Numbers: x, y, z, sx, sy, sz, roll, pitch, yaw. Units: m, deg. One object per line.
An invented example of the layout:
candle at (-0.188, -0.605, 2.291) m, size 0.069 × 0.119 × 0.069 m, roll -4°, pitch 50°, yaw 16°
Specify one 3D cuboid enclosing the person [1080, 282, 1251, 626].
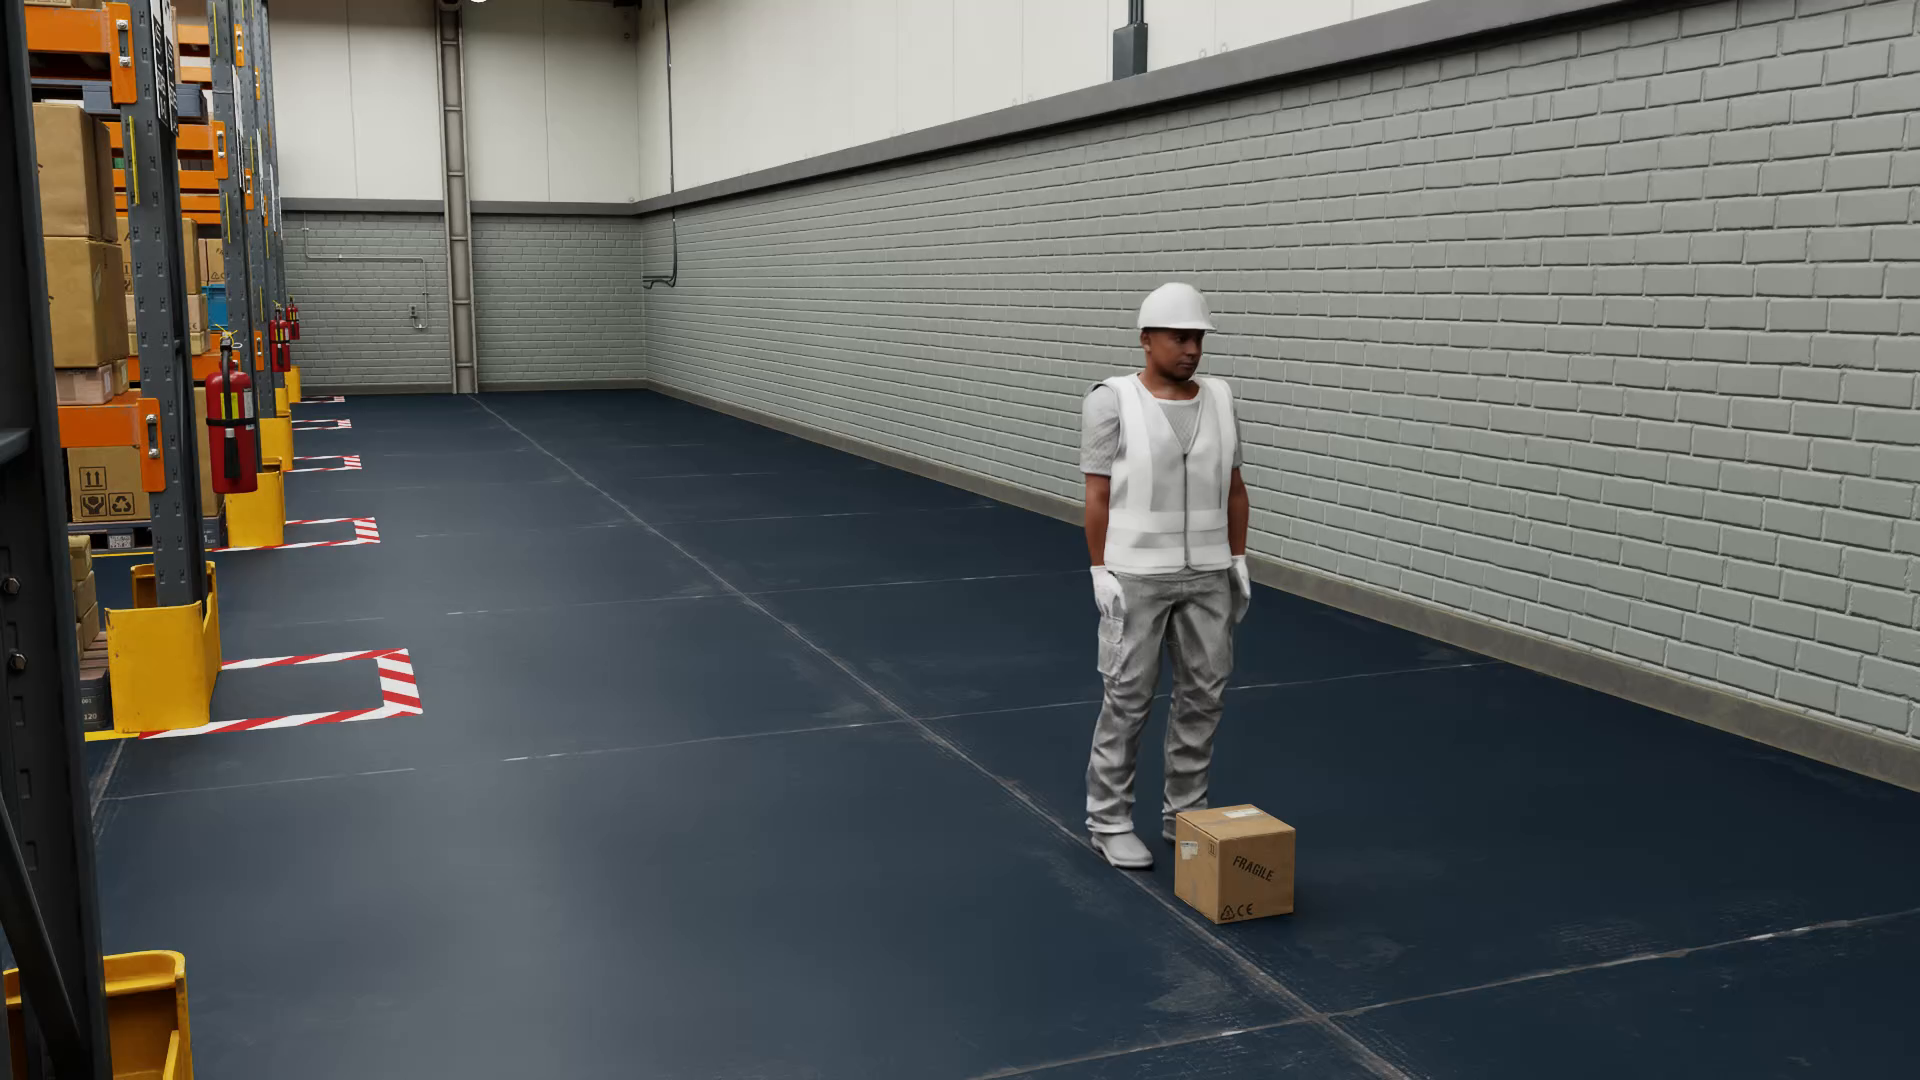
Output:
person at (0.638, -0.249, 5.075) m, size 0.543 × 1.061 × 0.349 m, roll -3°, pitch 9°, yaw -20°
